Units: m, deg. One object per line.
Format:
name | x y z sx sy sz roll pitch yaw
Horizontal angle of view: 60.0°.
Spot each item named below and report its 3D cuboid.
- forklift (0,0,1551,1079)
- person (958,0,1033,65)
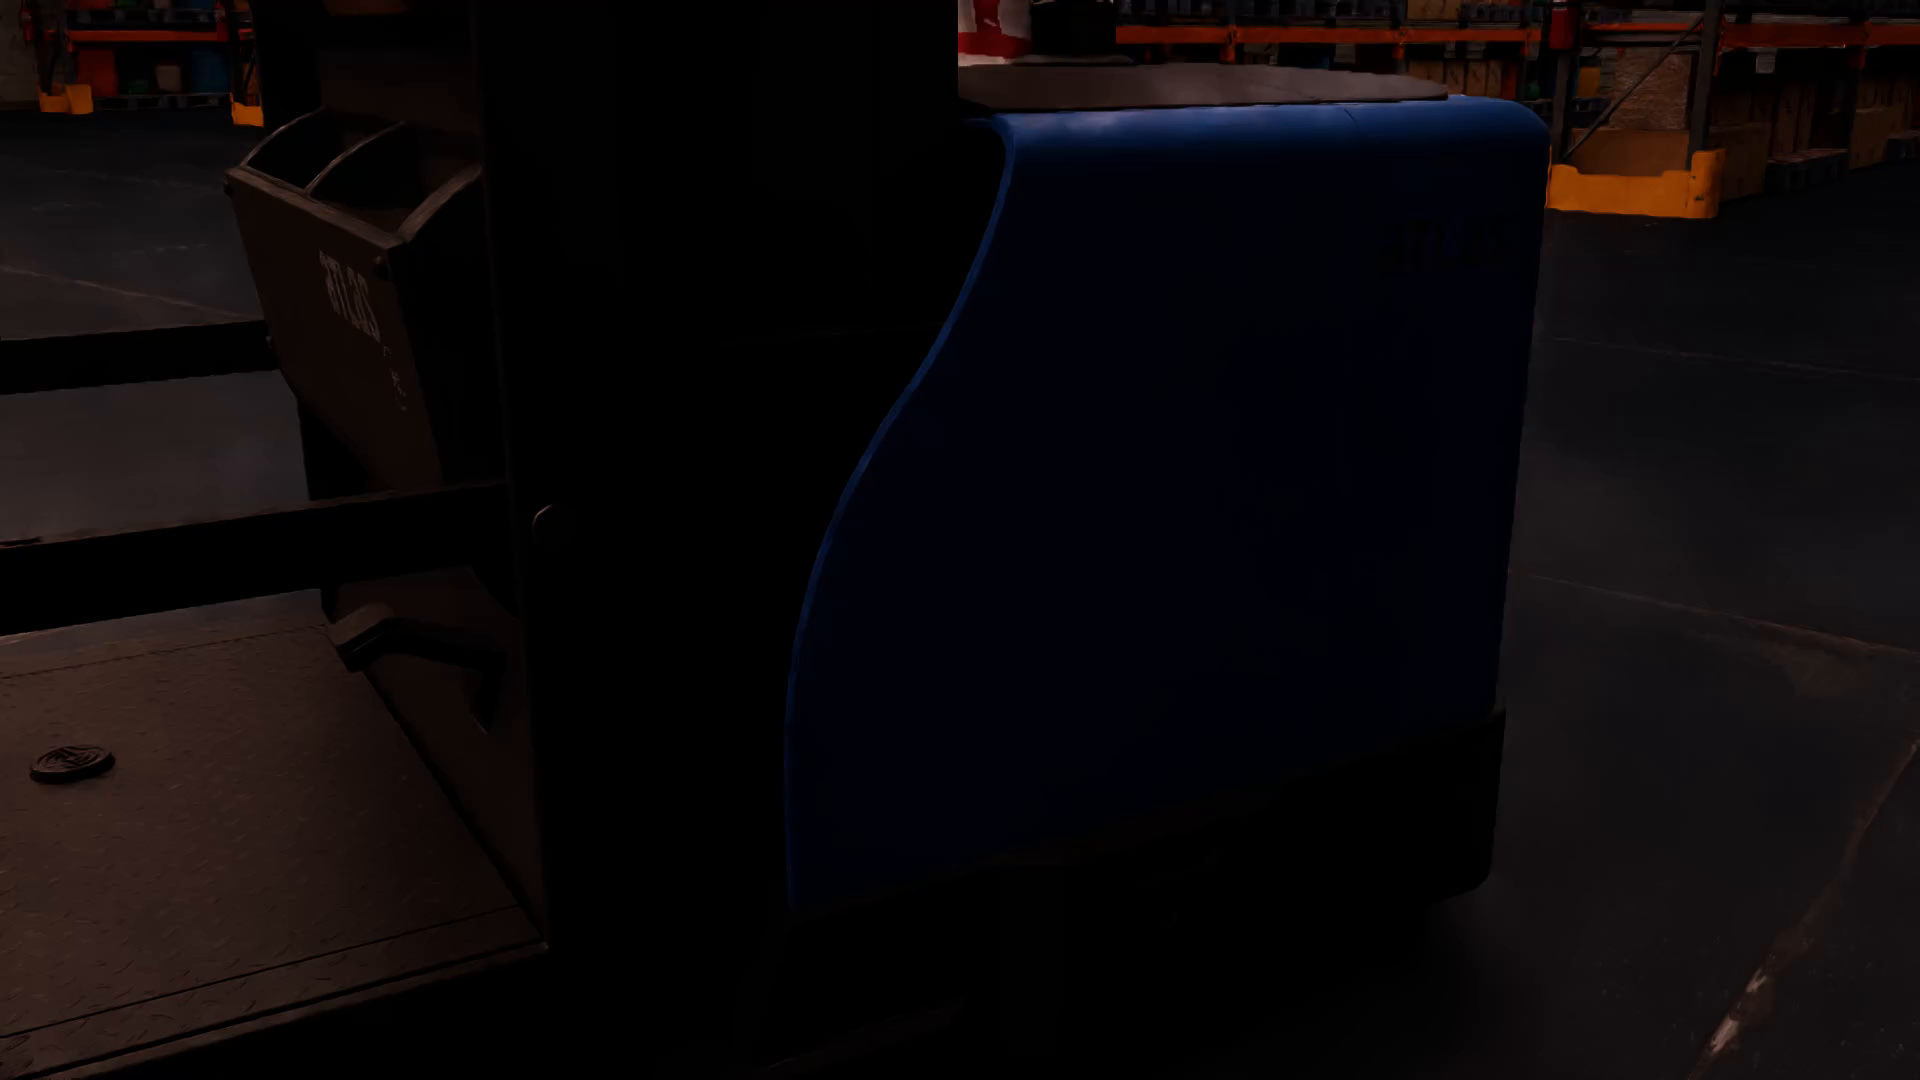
forklift | -0.815 -0.797 1.521 3.031 2.935 1.130 -10 19 -29
person | -0.060 -0.847 3.627 0.637 1.787 0.563 13 21 37
